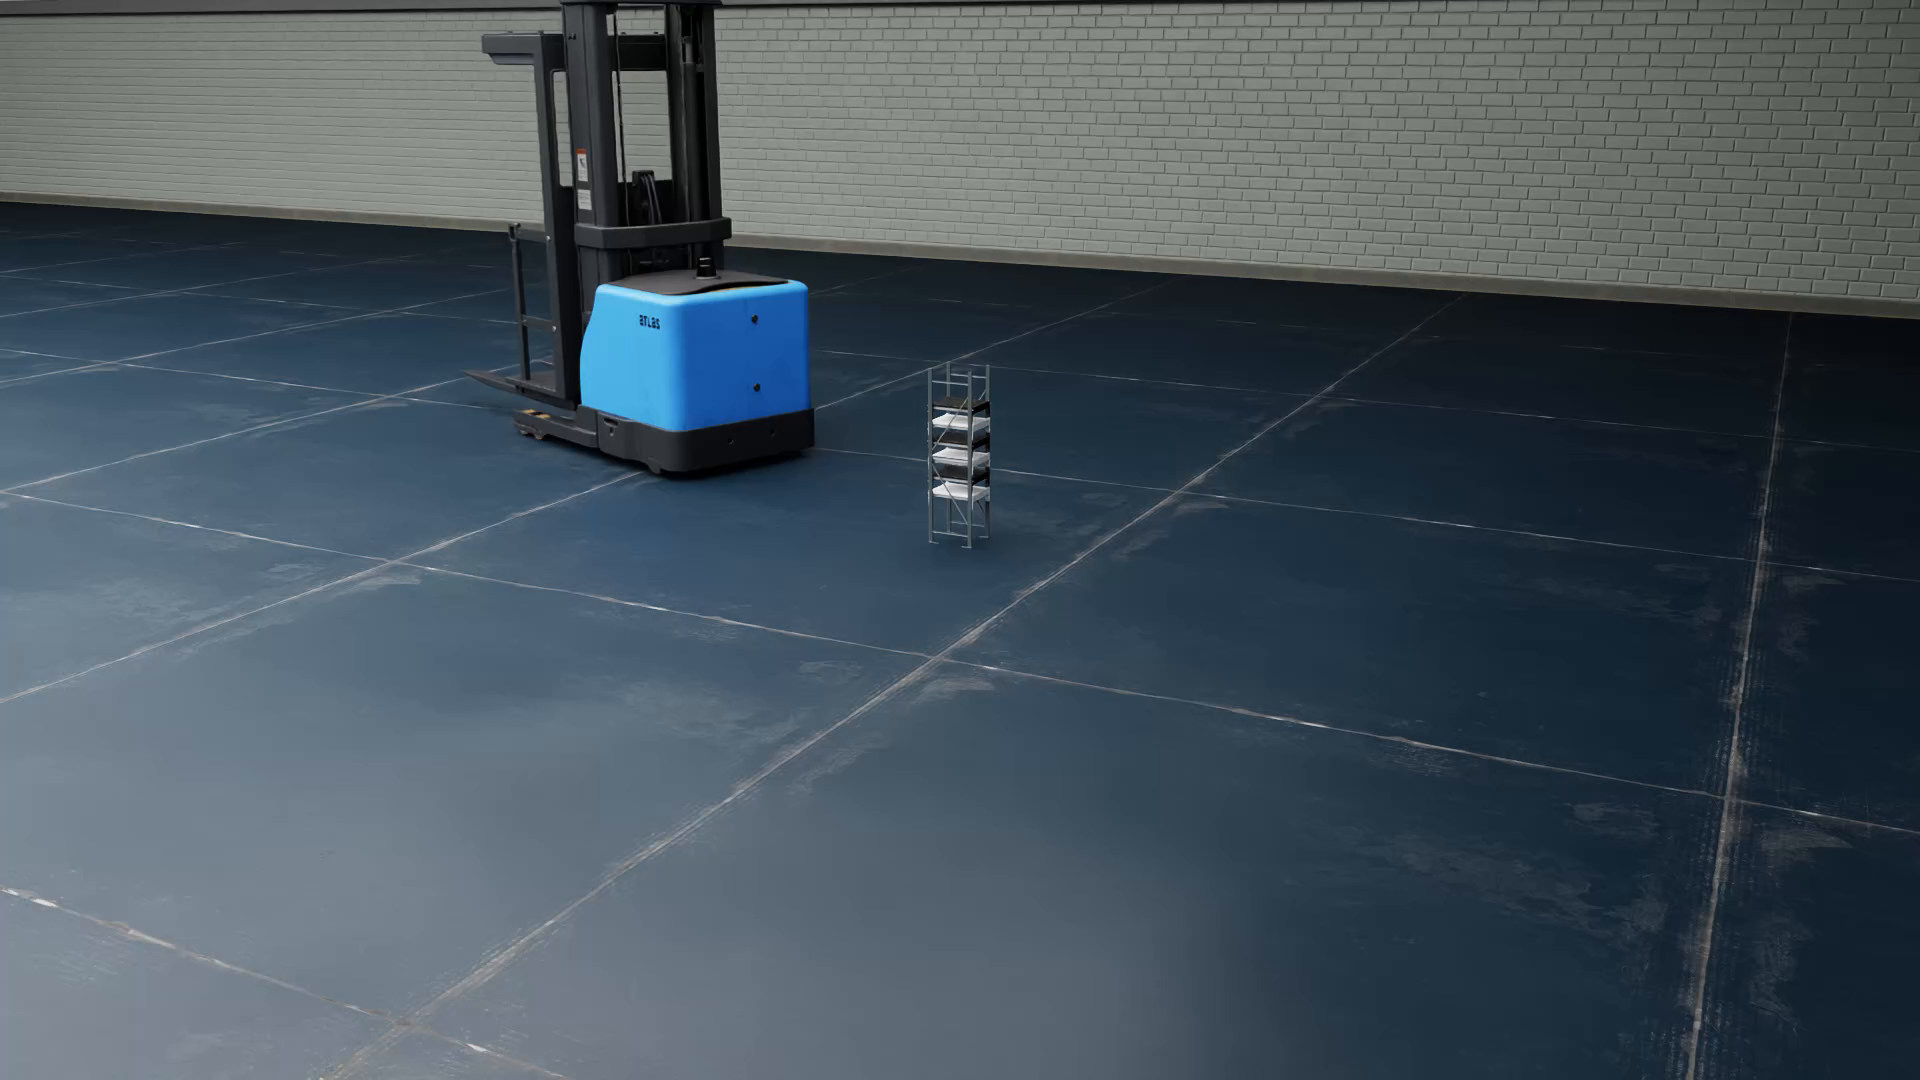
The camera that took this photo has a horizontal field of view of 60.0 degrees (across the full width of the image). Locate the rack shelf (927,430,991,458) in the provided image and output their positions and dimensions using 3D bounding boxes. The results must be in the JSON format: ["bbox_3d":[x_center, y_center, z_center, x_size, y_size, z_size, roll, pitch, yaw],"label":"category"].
[{"bbox_3d":[-0.004,-0.484,8.373,0.258,0.077,0.200,8,18,25],"label":"rack shelf"}]

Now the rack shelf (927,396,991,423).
[{"bbox_3d":[-0.004,-0.656,8.322,0.258,0.077,0.200,8,18,25],"label":"rack shelf"}]

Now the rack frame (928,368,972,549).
[{"bbox_3d":[-0.049,-0.403,8.302,0.240,0.900,0.006,8,18,25],"label":"rack frame"}]

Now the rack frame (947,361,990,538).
[{"bbox_3d":[0.042,-0.455,8.476,0.240,0.900,0.006,8,18,25],"label":"rack frame"}]

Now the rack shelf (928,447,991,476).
[{"bbox_3d":[-0.004,-0.397,8.399,0.258,0.077,0.200,8,18,25],"label":"rack shelf"}]

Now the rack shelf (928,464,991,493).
[{"bbox_3d":[-0.004,-0.311,8.424,0.258,0.077,0.200,8,18,25],"label":"rack shelf"}]

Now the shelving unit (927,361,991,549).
[{"bbox_3d":[-0.004,-0.429,8.389,0.258,0.900,0.210,8,18,25],"label":"shelving unit"}]

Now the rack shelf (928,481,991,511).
[{"bbox_3d":[-0.004,-0.225,8.450,0.258,0.077,0.200,8,18,25],"label":"rack shelf"}]

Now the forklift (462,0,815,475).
[{"bbox_3d":[-2.259,-2.134,10.561,1.130,2.935,3.031,-15,22,-40],"label":"forklift"}]

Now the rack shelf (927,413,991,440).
[{"bbox_3d":[-0.004,-0.570,8.348,0.258,0.077,0.200,8,18,25],"label":"rack shelf"}]
